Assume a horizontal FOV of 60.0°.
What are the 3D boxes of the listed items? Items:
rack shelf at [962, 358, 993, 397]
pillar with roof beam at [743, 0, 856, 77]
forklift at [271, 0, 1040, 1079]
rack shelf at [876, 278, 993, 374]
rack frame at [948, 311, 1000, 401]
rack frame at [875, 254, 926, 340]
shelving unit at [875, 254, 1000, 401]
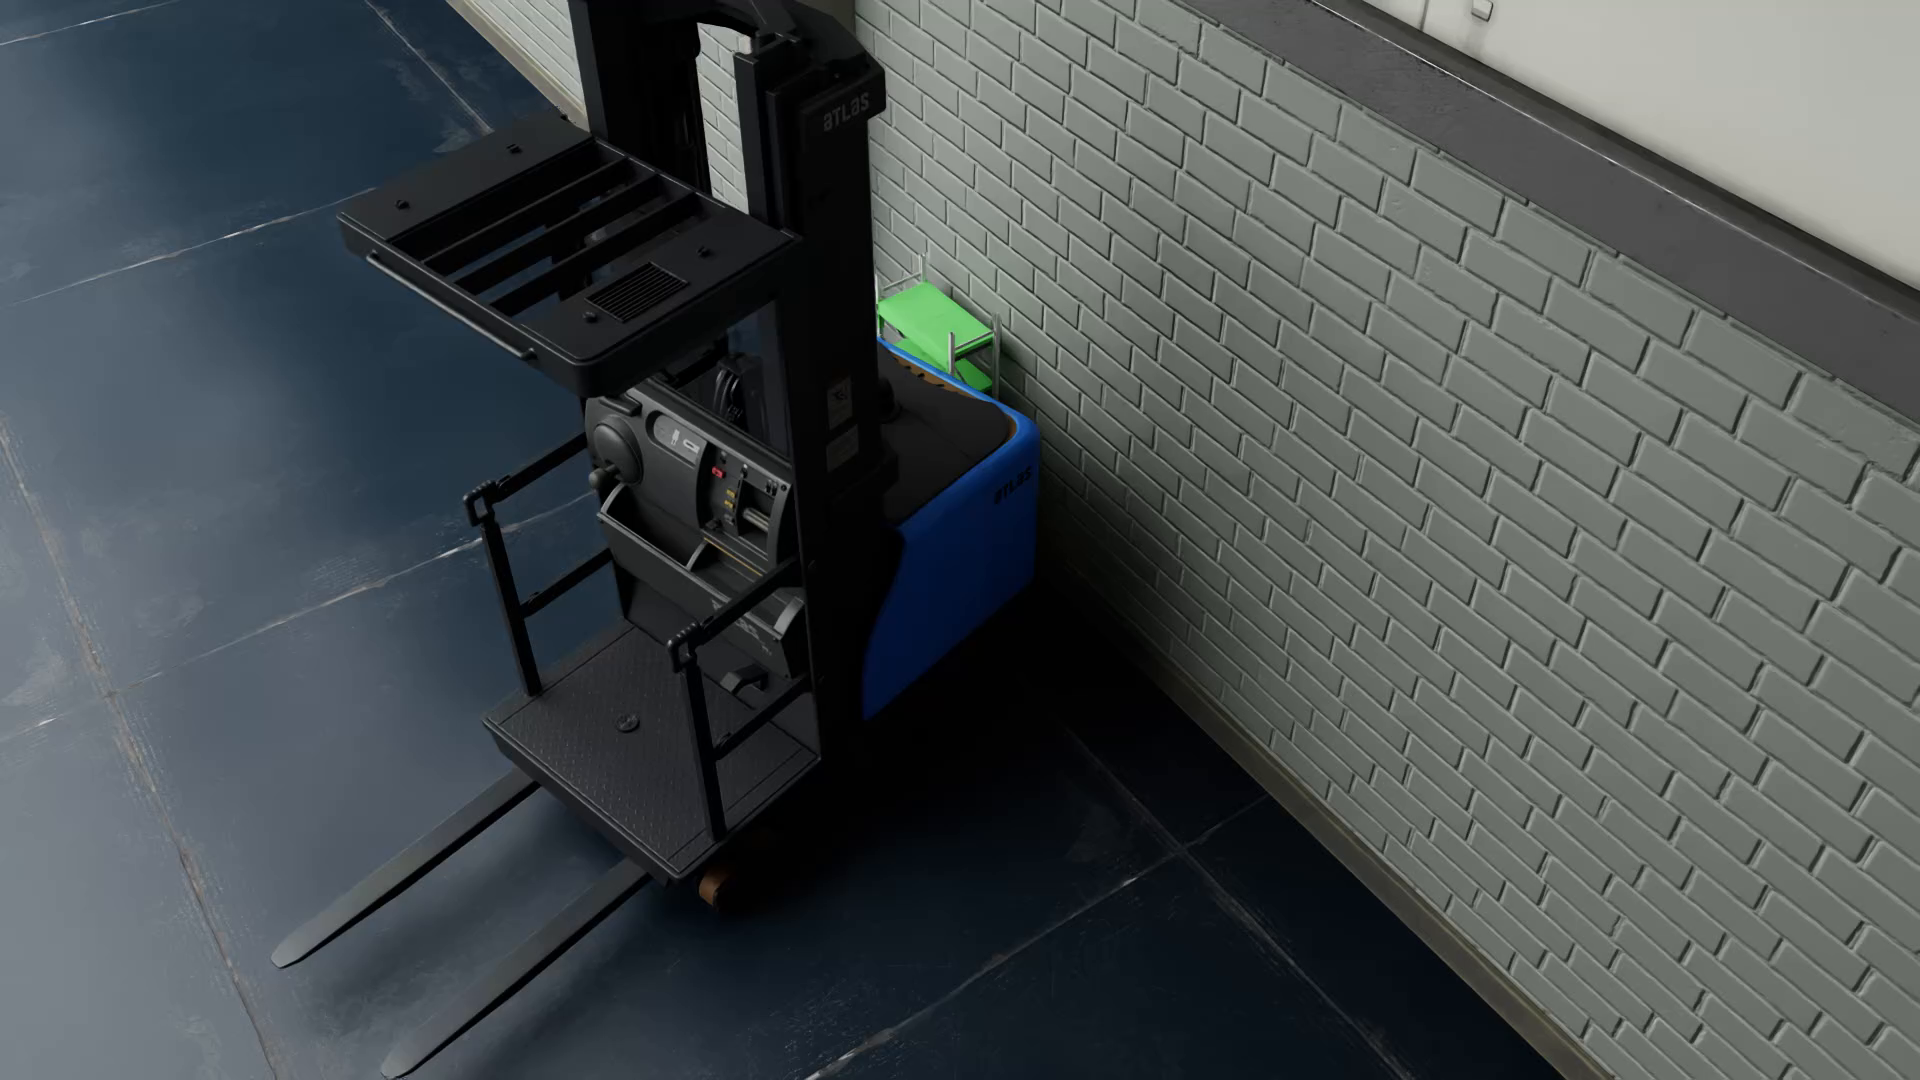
[{"bbox_3d":[-0.092,-0.662,6.810,0.258,0.148,0.480,-28,50,-26],"label":"rack shelf"},{"bbox_3d":[-4.178,-2.253,3.084,9.100,9.000,0.400,-26,49,-24],"label":"pillar with roof beam"},{"bbox_3d":[-1.030,-0.160,5.286,1.130,2.935,3.031,31,52,28],"label":"forklift"},{"bbox_3d":[-0.092,-0.835,6.644,0.258,0.148,0.480,-28,50,-26],"label":"rack shelf"},{"bbox_3d":[0.056,-0.400,6.791,0.240,1.200,0.015,-28,50,-26],"label":"rack frame"},{"bbox_3d":[-0.239,-0.669,7.072,0.240,1.200,0.015,-28,50,-26],"label":"rack frame"},{"bbox_3d":[-0.092,-0.534,6.932,0.258,1.200,0.503,-28,50,-26],"label":"shelving unit"}]
